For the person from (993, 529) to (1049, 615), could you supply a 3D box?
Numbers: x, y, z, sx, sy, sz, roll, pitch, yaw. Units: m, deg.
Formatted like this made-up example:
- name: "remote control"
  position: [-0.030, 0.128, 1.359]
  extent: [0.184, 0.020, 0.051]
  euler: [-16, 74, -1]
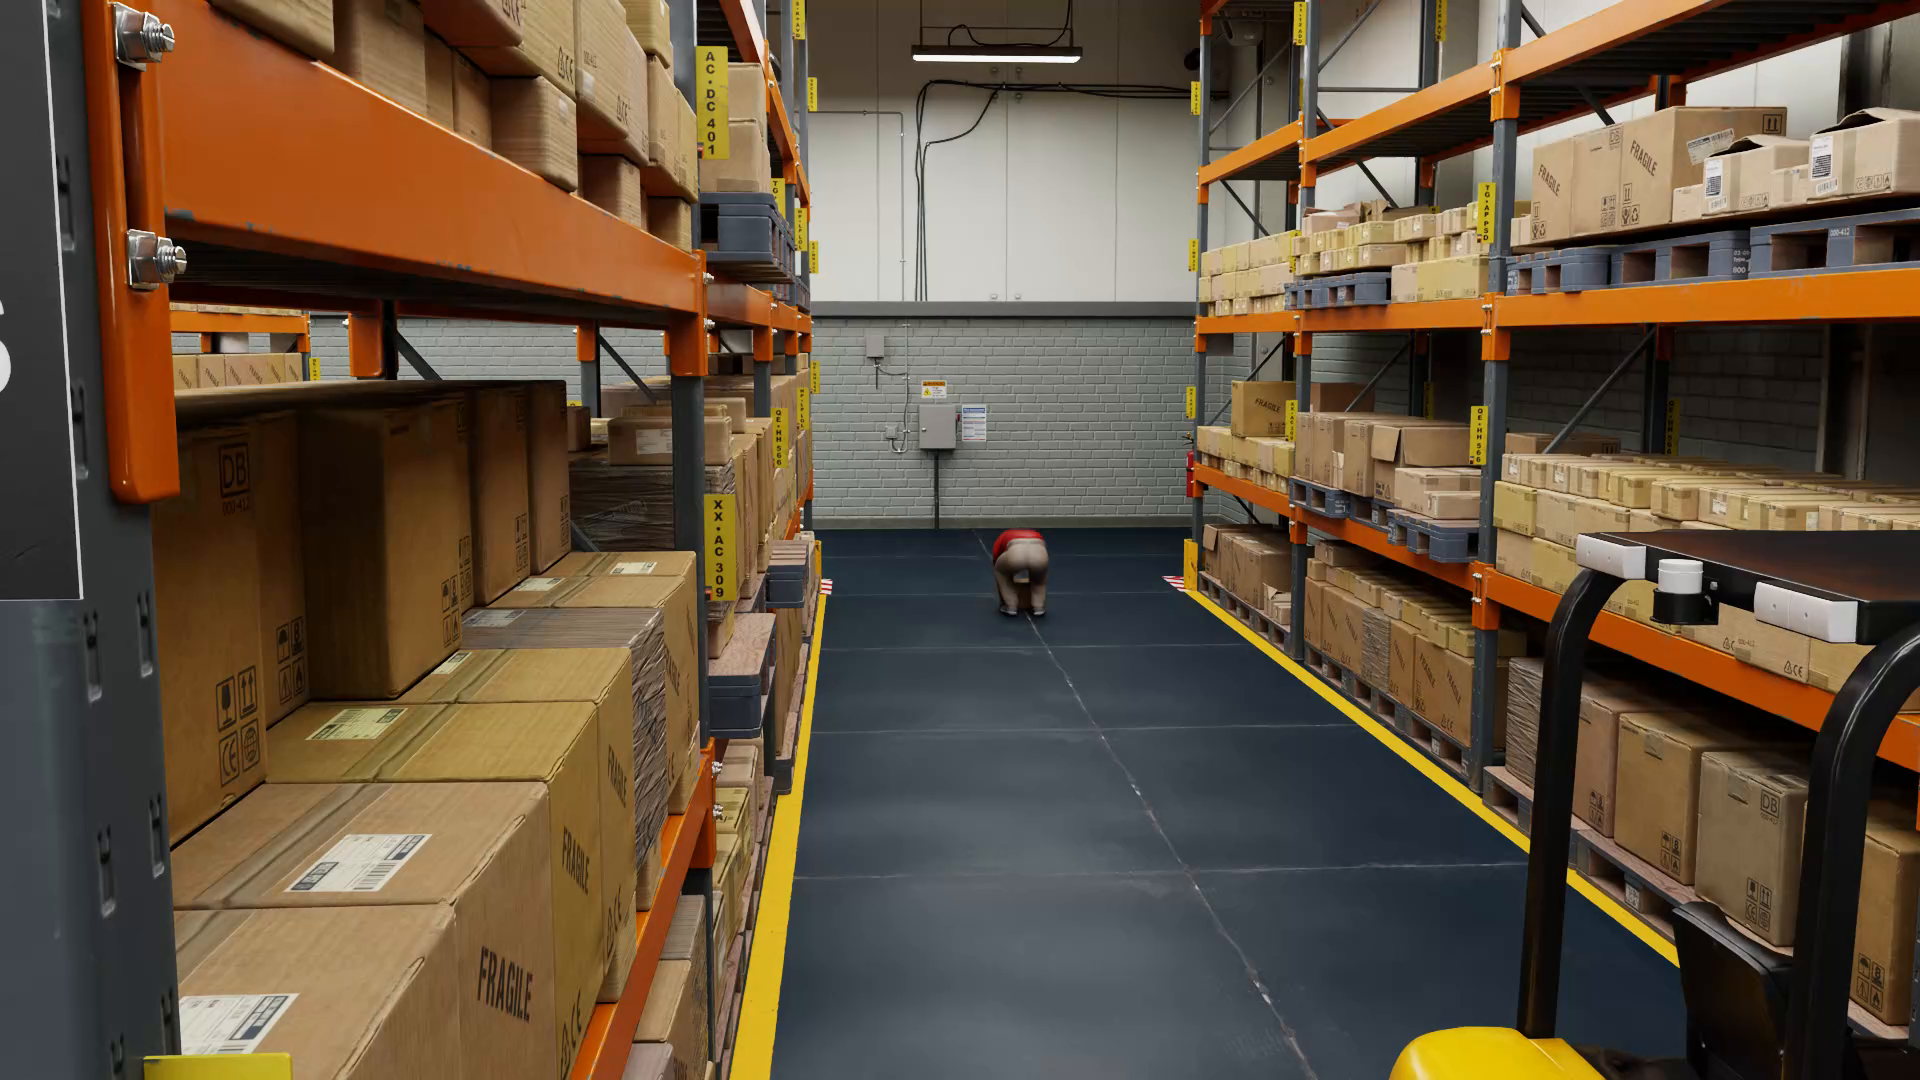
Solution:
- name: "person"
  position: [0.581, 0.300, 15.829]
  extent: [0.520, 0.814, 0.953]
  euler: [-1, 7, -5]
